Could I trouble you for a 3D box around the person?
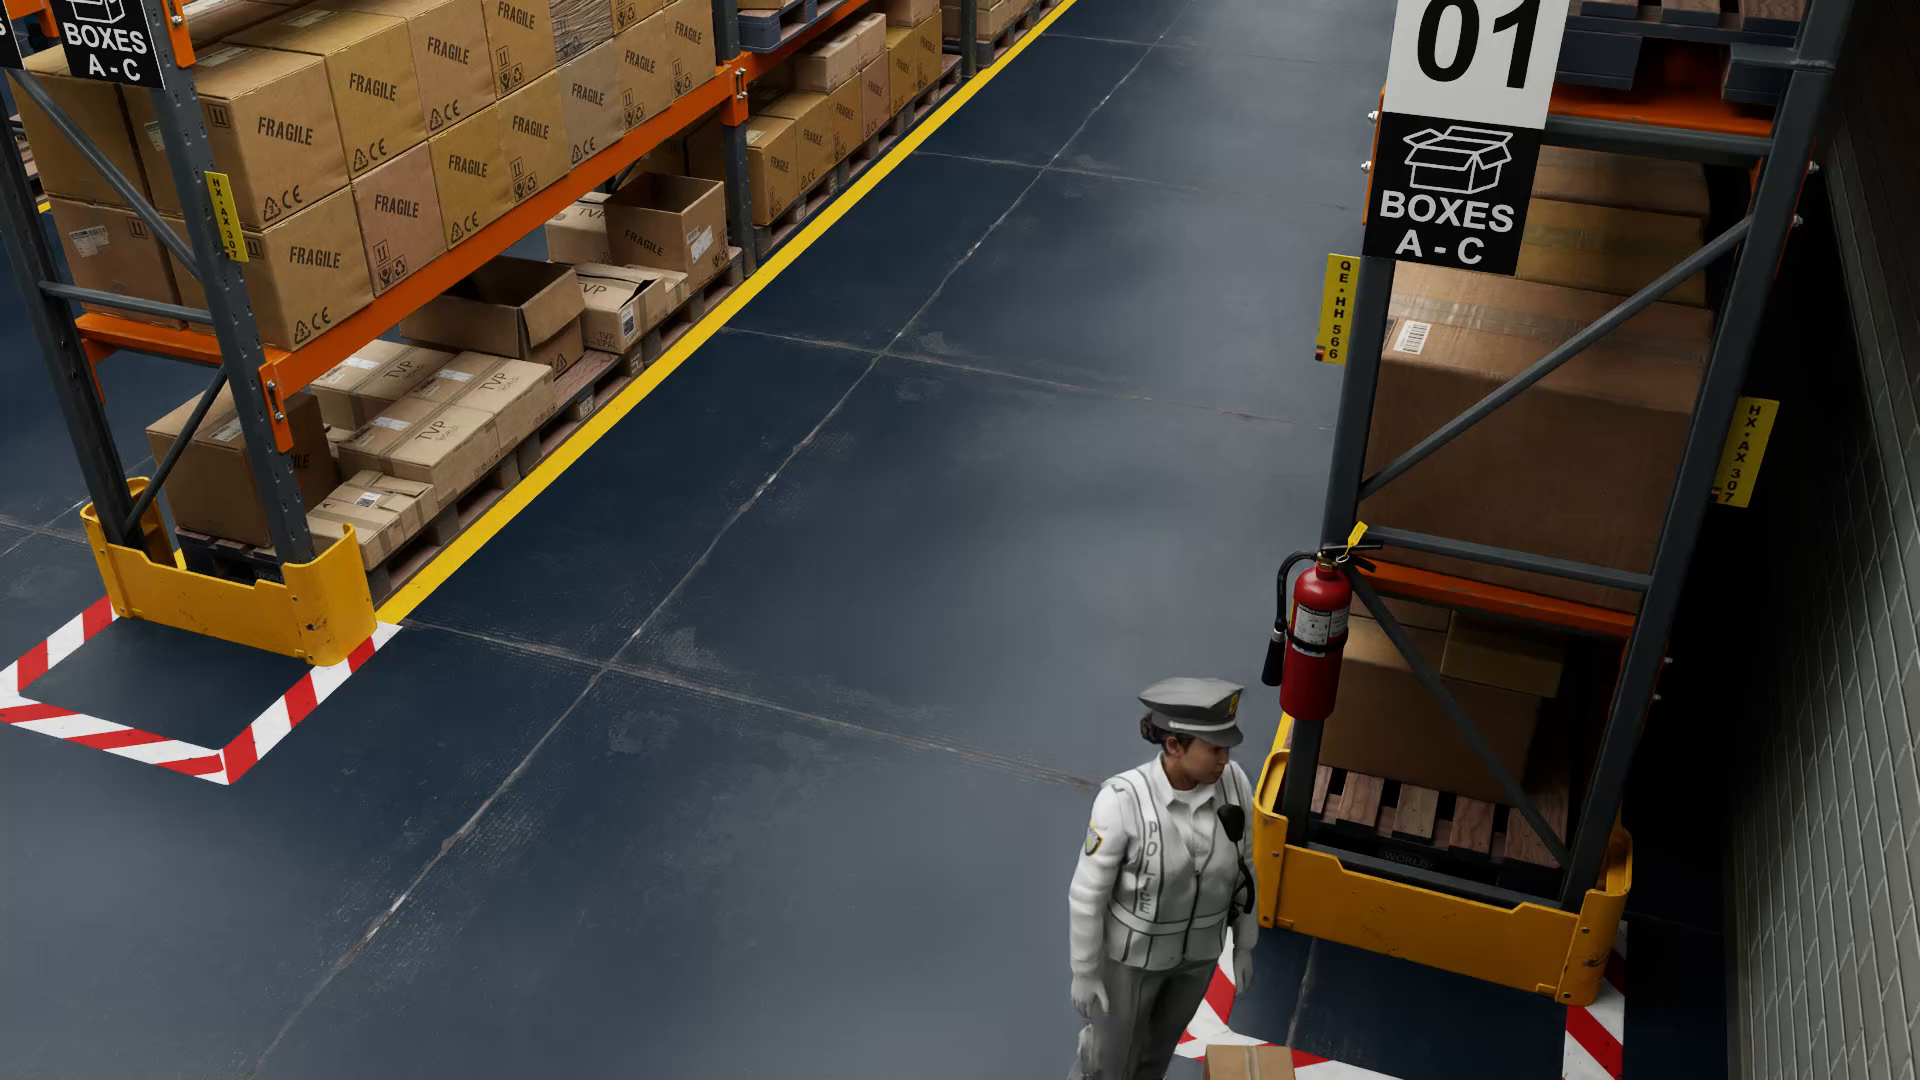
[{"bbox_3d":[0.526,1.070,4.492,0.542,1.668,0.504,-11,35,-16],"label":"person"}]
